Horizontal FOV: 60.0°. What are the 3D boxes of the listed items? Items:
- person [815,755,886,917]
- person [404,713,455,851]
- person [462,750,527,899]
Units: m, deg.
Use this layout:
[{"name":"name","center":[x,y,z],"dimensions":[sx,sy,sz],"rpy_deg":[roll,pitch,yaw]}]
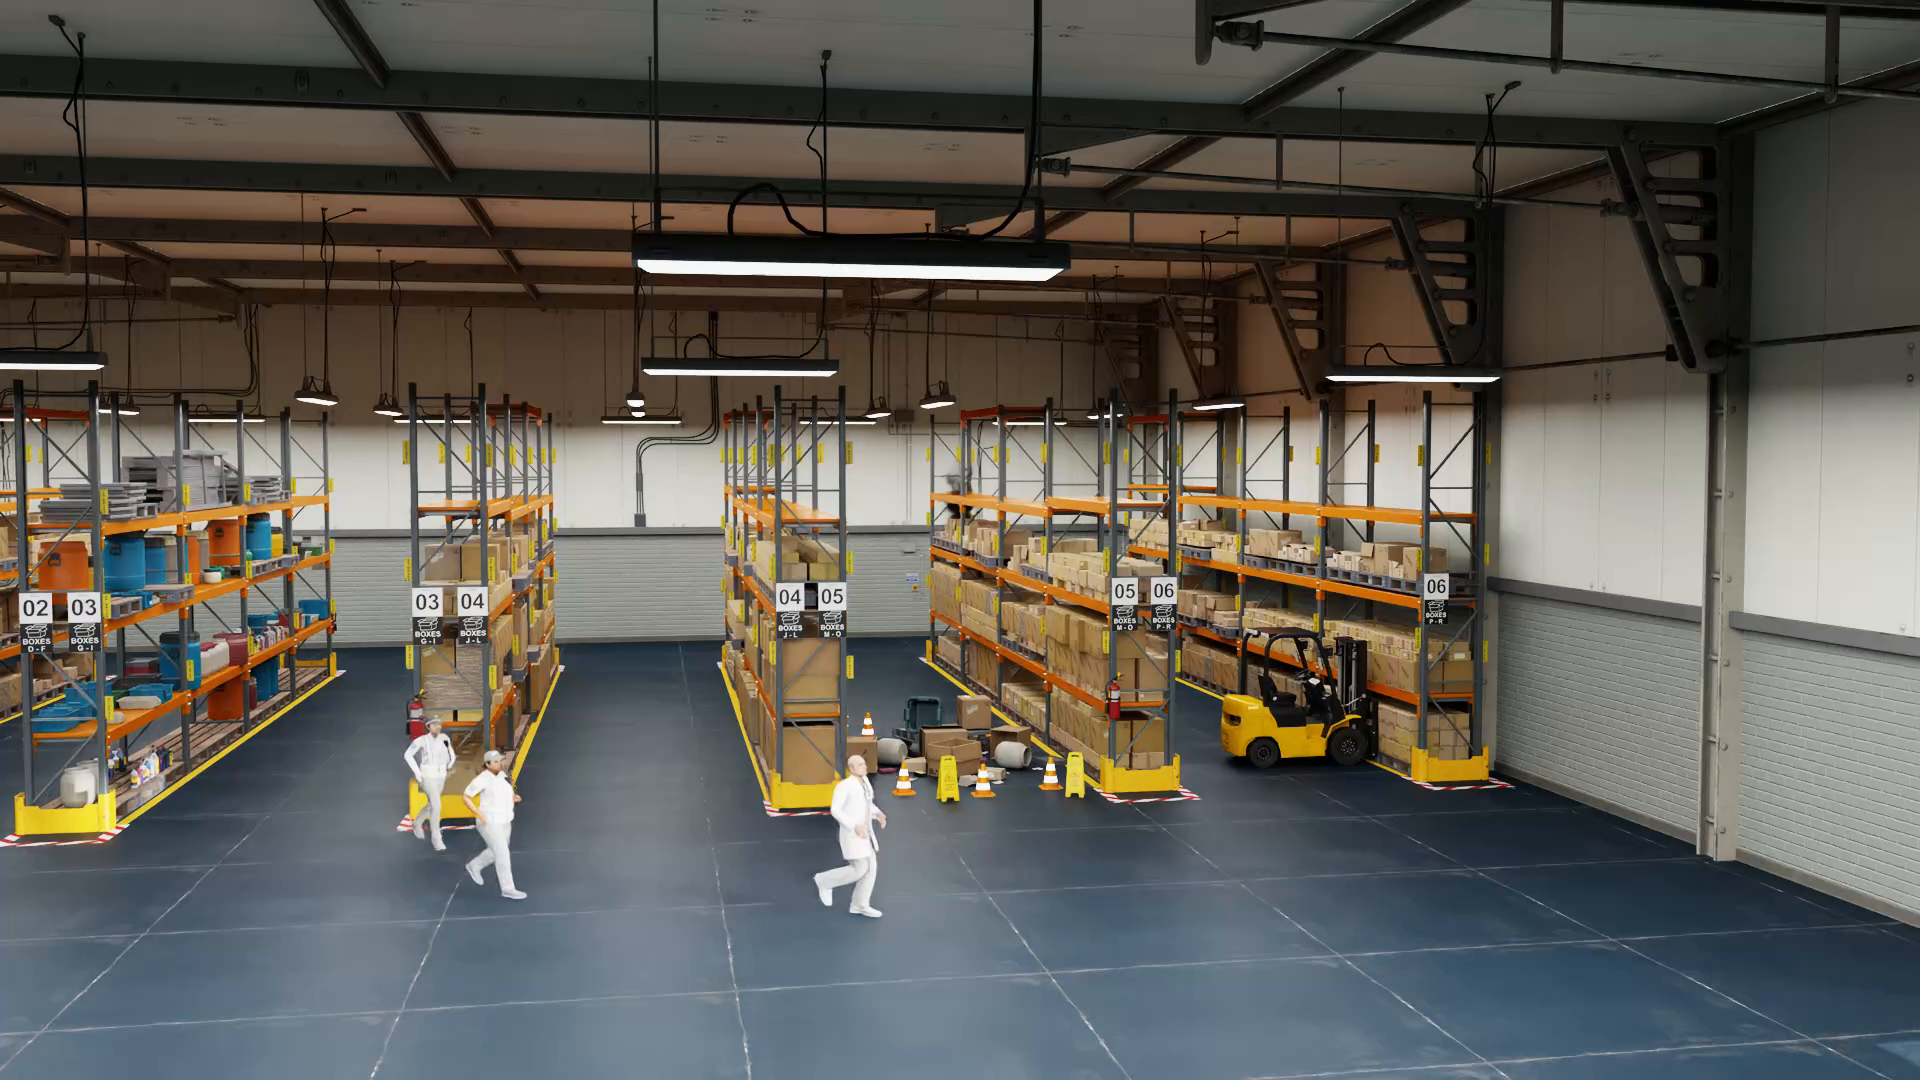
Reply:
[{"name":"person","center":[-1.182,3.215,18.190],"dimensions":[0.735,1.758,0.712],"rpy_deg":[1,3,27]},{"name":"person","center":[-6.795,3.079,21.369],"dimensions":[0.800,1.747,0.617],"rpy_deg":[2,4,36]},{"name":"person","center":[-5.299,3.205,18.879],"dimensions":[0.923,1.643,0.593],"rpy_deg":[1,3,21]}]
